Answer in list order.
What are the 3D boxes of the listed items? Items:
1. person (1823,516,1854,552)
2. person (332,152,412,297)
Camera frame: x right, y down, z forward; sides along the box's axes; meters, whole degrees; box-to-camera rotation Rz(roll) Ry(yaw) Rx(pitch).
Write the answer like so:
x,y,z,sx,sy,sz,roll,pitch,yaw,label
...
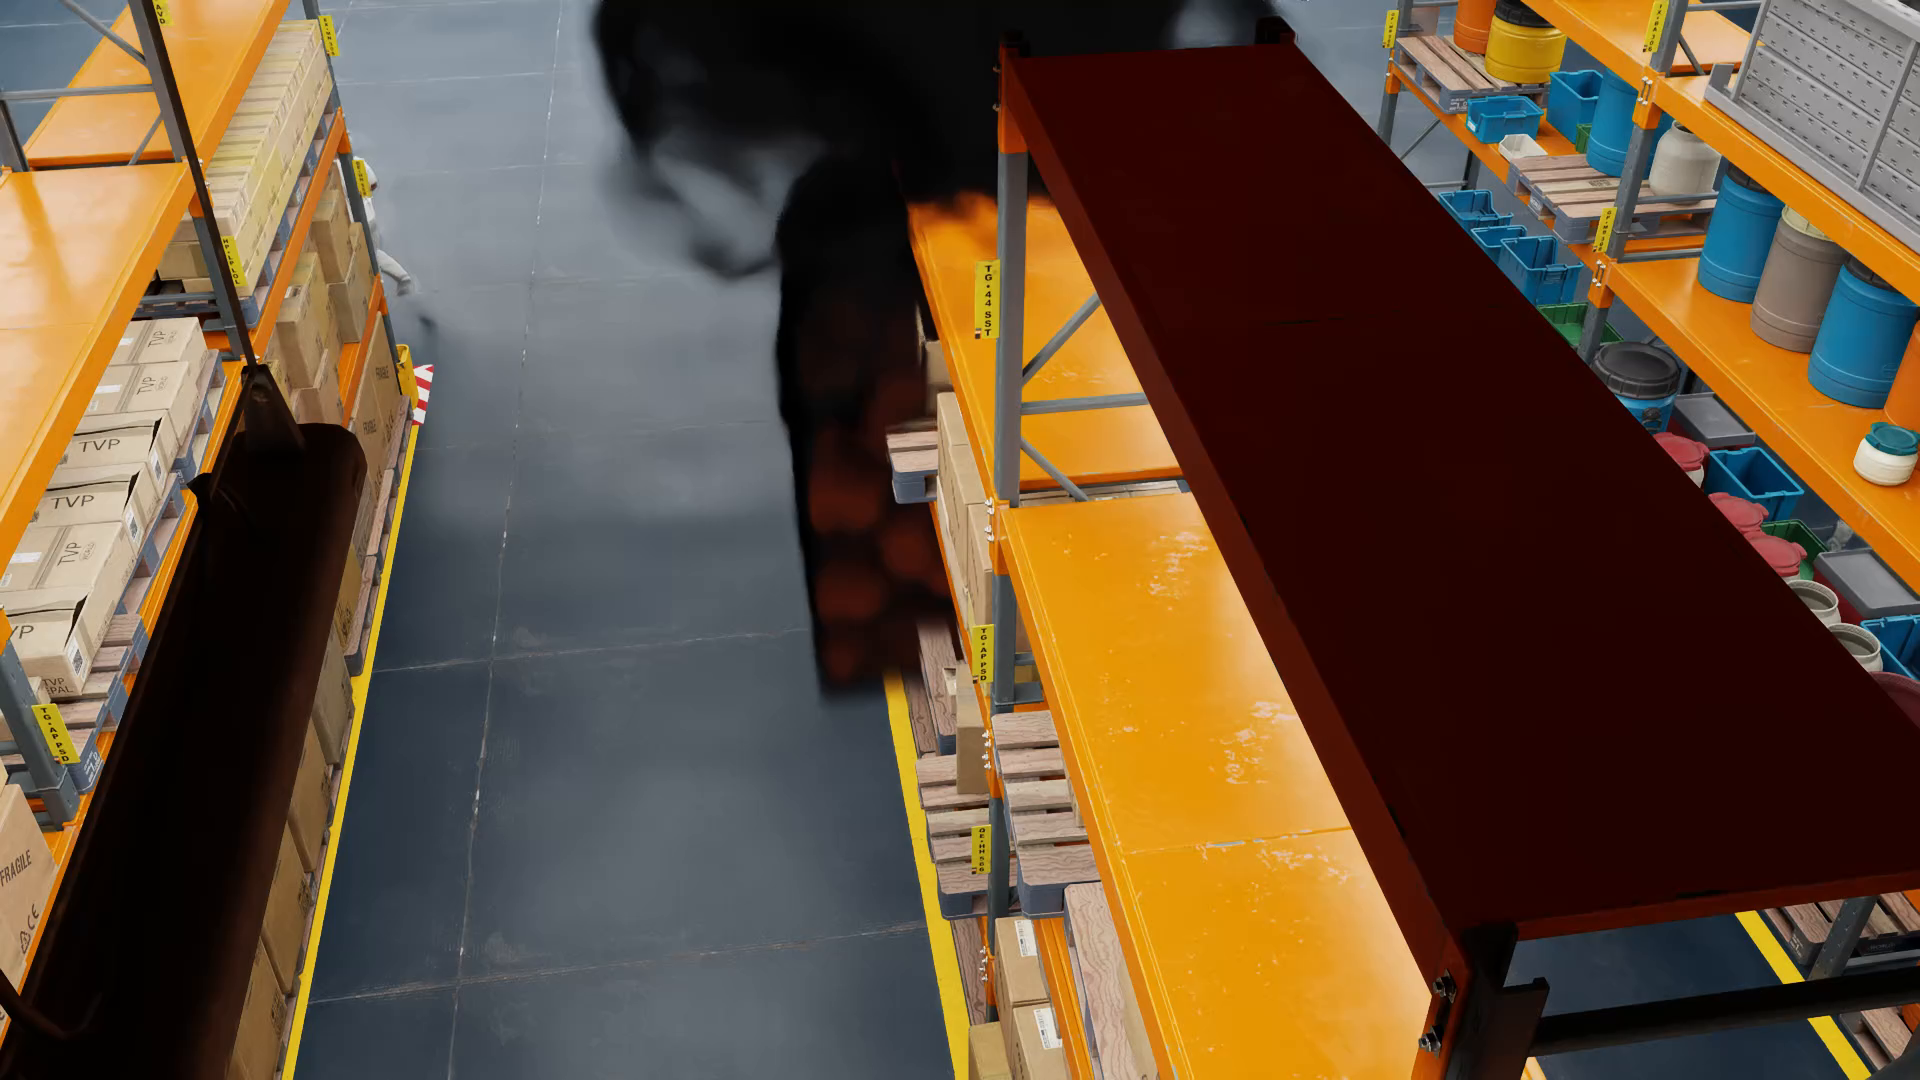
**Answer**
x,y,z,sx,sy,sz,roll,pitch,yaw,label
7.064,-0.399,12.568,0.562,1.715,0.857,-8,37,-10,person
-5.890,-3.100,16.199,0.918,1.793,0.672,25,43,30,person
